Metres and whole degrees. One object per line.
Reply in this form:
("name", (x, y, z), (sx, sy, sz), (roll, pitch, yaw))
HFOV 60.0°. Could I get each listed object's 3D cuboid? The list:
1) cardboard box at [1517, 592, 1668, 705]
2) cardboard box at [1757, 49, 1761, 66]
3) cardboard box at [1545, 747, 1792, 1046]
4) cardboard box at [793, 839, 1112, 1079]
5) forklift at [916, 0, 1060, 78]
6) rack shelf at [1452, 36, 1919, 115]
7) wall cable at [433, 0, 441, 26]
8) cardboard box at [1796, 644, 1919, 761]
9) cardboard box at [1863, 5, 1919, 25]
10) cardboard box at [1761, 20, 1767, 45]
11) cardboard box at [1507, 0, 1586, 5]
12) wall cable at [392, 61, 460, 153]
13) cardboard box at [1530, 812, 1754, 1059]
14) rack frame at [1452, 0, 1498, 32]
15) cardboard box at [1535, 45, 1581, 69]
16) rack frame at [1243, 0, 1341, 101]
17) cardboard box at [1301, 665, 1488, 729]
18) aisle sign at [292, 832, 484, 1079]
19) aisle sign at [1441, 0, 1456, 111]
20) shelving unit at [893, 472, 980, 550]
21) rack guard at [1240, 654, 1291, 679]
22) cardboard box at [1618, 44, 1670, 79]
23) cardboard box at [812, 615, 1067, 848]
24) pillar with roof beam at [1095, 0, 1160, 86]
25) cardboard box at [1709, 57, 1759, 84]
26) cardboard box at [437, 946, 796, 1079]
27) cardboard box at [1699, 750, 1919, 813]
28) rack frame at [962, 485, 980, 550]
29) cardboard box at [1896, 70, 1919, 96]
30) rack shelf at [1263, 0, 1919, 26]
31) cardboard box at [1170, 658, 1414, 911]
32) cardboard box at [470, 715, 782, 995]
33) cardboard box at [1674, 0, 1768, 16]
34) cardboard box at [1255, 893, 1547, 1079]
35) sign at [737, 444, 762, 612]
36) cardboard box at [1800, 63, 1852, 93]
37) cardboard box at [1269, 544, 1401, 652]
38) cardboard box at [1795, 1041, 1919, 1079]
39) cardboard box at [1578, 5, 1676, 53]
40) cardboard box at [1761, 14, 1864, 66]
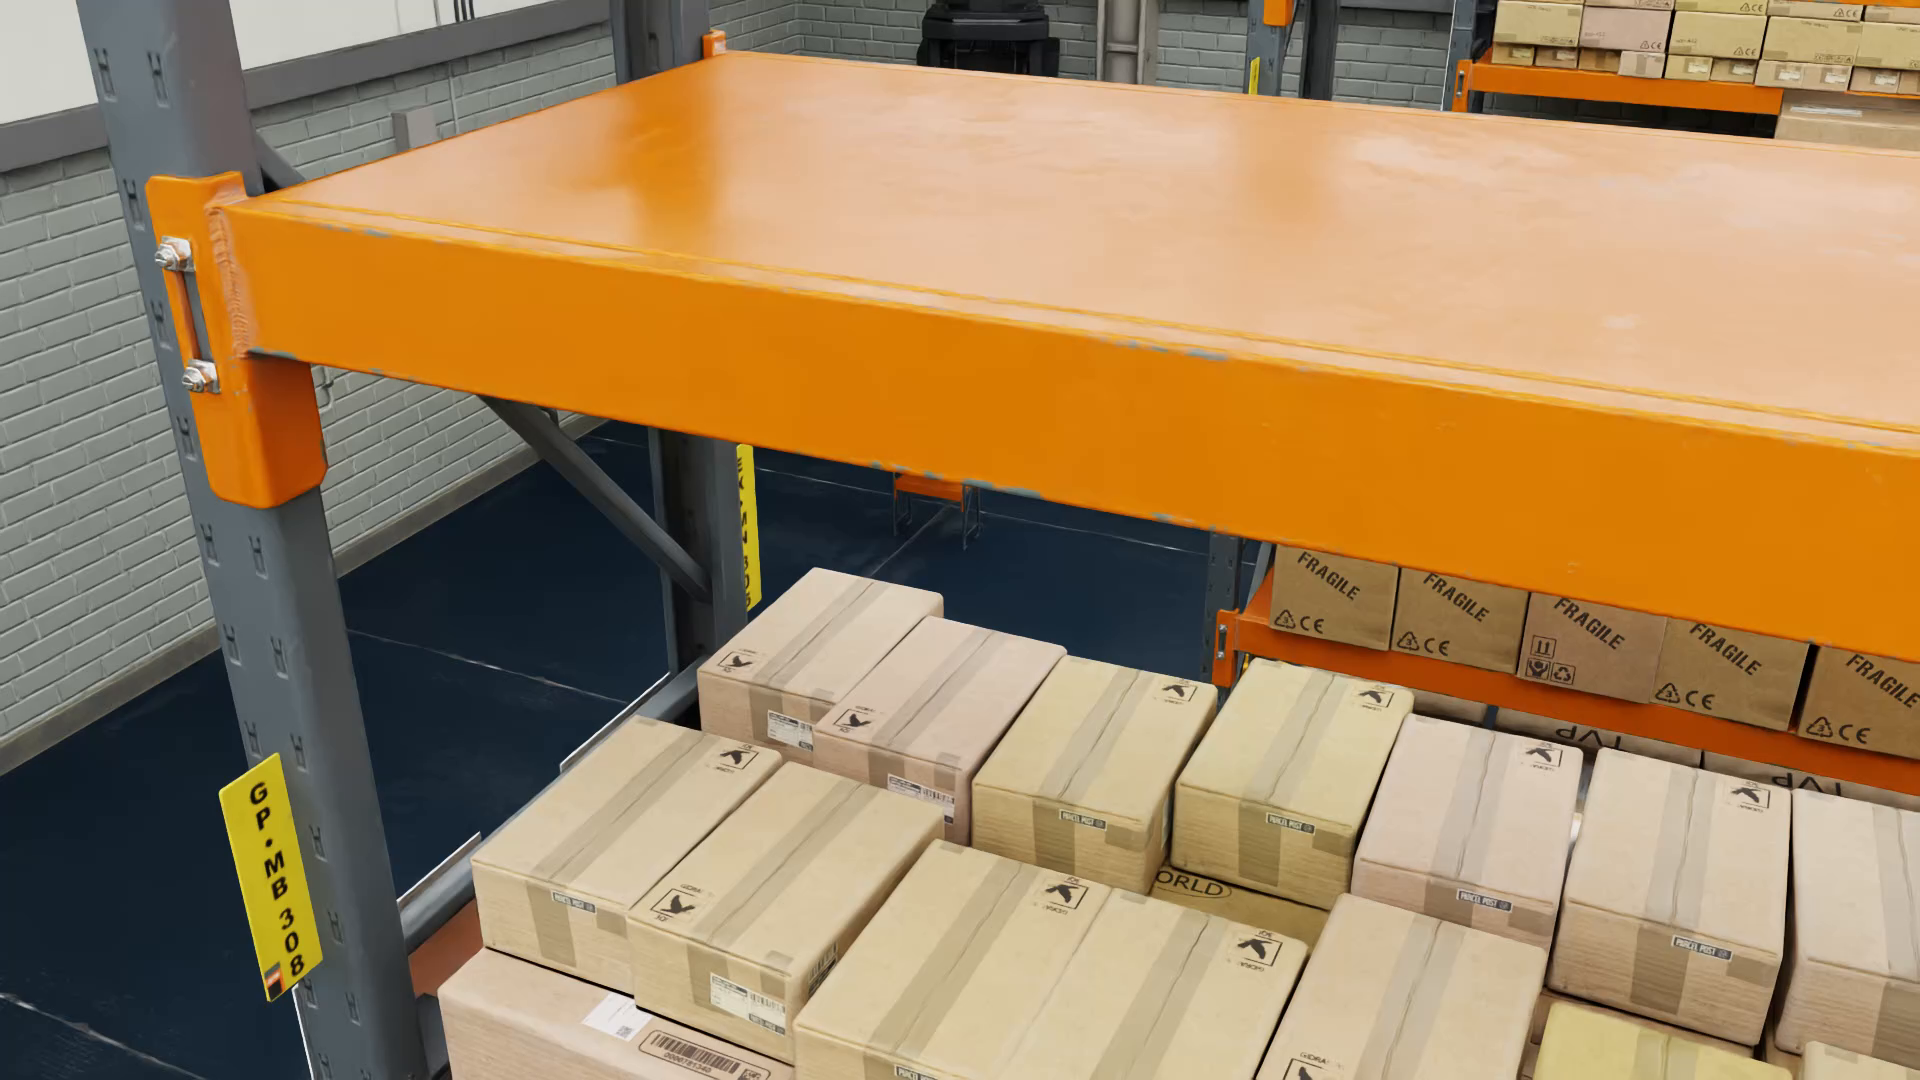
("cardboard box", (2.562, 0.278, 6.676), (0.500, 0.500, 0.500), (11, 28, 22))
("cardboard box", (4.974, -3.119, 10.578), (0.250, 0.149, 0.380), (11, 28, 21))
("cardboard box", (0.937, 0.455, 2.187), (0.250, 0.149, 0.380), (12, 29, 23))
("cardboard box", (0.002, 0.549, 1.996), (0.250, 0.149, 0.380), (11, 28, 22))
("forklift", (0.227, -2.915, 13.353), (1.130, 2.935, 3.031), (2, 26, 3))
("rack shelf", (5.189, -2.716, 10.288), (4.000, 0.370, 1.077), (11, 28, 22))
("wall cable", (-3.664, -3.982, 8.650), (0.029, 3.000, 2.355), (11, 28, 22))
("cardboard box", (3.496, 0.465, 6.297), (0.500, 0.500, 0.500), (11, 28, 21))
("cardboard box", (5.527, -3.144, 9.611), (0.500, 0.250, 0.500), (12, 29, 23))
("cardboard box", (5.282, -3.223, 10.337), (0.500, 0.250, 0.500), (12, 29, 23))
("cardboard box", (3.668, -3.512, 10.359), (0.500, 0.250, 0.500), (11, 28, 21))
("wall cable", (-3.249, -2.112, 10.493), (0.122, 1.984, 0.588), (11, 28, 22))
("cardboard box", (0.816, 0.614, 2.315), (0.500, 0.250, 0.500), (12, 29, 23))
("rack frame", (3.368, -4.750, 10.210), (0.127, 3.000, 1.000), (11, 28, 22))
("cardboard box", (3.811, -3.102, 10.543), (0.250, 0.149, 0.380), (12, 29, 23))
("rack frame", (1.317, -2.753, 6.155), (0.127, 3.000, 1.000), (11, 28, 22))
("cardboard box", (1.959, 0.980, 7.789), (0.875, 0.438, 0.875), (10, 28, 20))
("aisle sign", (-0.831, 0.888, 2.607), (0.004, 0.787, 0.394), (11, 28, 22))
("aisle sign", (3.184, -3.119, 10.746), (0.004, 0.787, 0.394), (11, 28, 22))
("shelving unit", (-0.151, -0.569, 10.546), (0.503, 1.200, 0.258), (11, 28, 22))
("rack guard", (1.295, 1.055, 8.041), (0.348, 0.500, 1.175), (11, 28, 22))
("cardboard box", (4.222, -2.962, 10.258), (0.250, 0.149, 0.380), (12, 29, 23))
("cardboard box", (-0.023, 0.284, 2.534), (0.250, 0.149, 0.380), (12, 29, 23))
("pillar with roof beam", (-0.495, -3.874, 8.431), (0.400, 9.000, 9.100), (11, 28, 22))
("cardboard box", (4.714, -2.896, 10.125), (0.250, 0.149, 0.380), (11, 28, 21))
("cardboard box", (-0.339, 0.631, 2.281), (0.500, 0.250, 0.500), (12, 29, 23))
("cardboard box", (3.616, 1.309, 7.120), (0.875, 0.438, 0.875), (10, 28, 20))
("rack frame", (0.071, -0.524, 10.456), (0.015, 1.200, 0.240), (11, 28, 22))
("cardboard box", (5.644, -2.713, 9.753), (0.250, 0.149, 0.380), (12, 29, 24))
("rack shelf", (3.137, -1.885, 5.659), (4.000, 0.370, 1.077), (11, 28, 22))
("cardboard box", (0.487, 0.344, 2.412), (0.250, 0.149, 0.380), (12, 29, 23))
("cardboard box", (-0.440, 0.416, 2.265), (0.250, 0.149, 0.380), (11, 28, 21))
("cardboard box", (4.586, -3.326, 9.980), (0.500, 0.250, 0.500), (11, 28, 21))
("cardboard box", (0.501, 0.598, 1.895), (0.250, 0.149, 0.380), (12, 29, 23))
("sign", (-0.392, -0.015, 2.987), (0.005, 0.325, 0.100), (11, 28, 22))
("cardboard box", (5.146, -2.777, 9.882), (0.250, 0.149, 0.380), (12, 29, 23))
("cardboard box", (1.635, 0.097, 7.045), (0.500, 0.500, 0.500), (11, 28, 21))
("cardboard box", (0.962, 0.712, 1.664), (0.250, 0.149, 0.380), (12, 29, 24))
("cardboard box", (4.130, -3.195, 10.280), (0.500, 0.250, 0.500), (12, 29, 23))
("cardboard box", (5.071, -3.011, 9.906), (0.500, 0.250, 0.500), (11, 28, 21))
